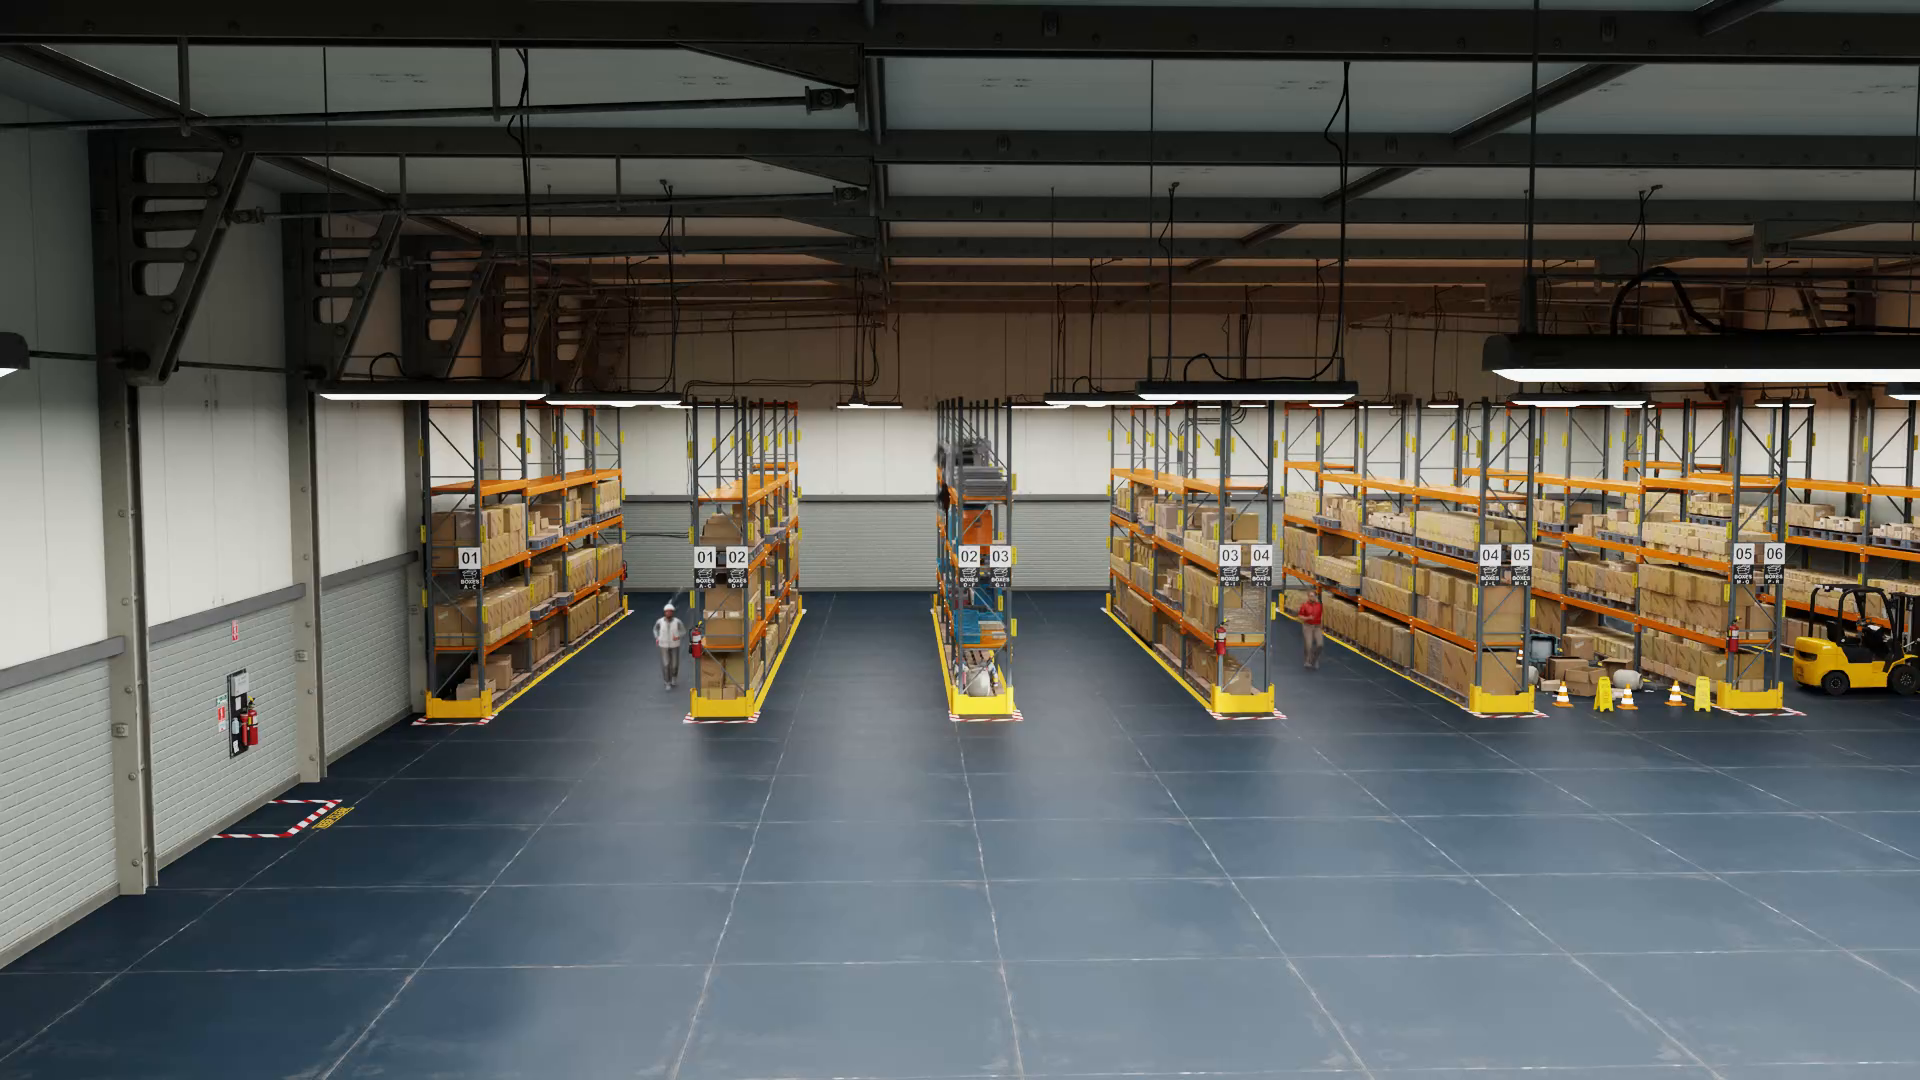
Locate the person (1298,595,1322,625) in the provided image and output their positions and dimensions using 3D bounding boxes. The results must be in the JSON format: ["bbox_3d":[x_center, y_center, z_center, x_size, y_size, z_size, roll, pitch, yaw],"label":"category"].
[{"bbox_3d":[7.818,1.551,36.990,0.622,0.677,0.454,-1,4,-9],"label":"person"}]

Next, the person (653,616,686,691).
[{"bbox_3d":[-5.986,2.319,34.275,0.675,1.510,0.802,-1,4,-9],"label":"person"}]
